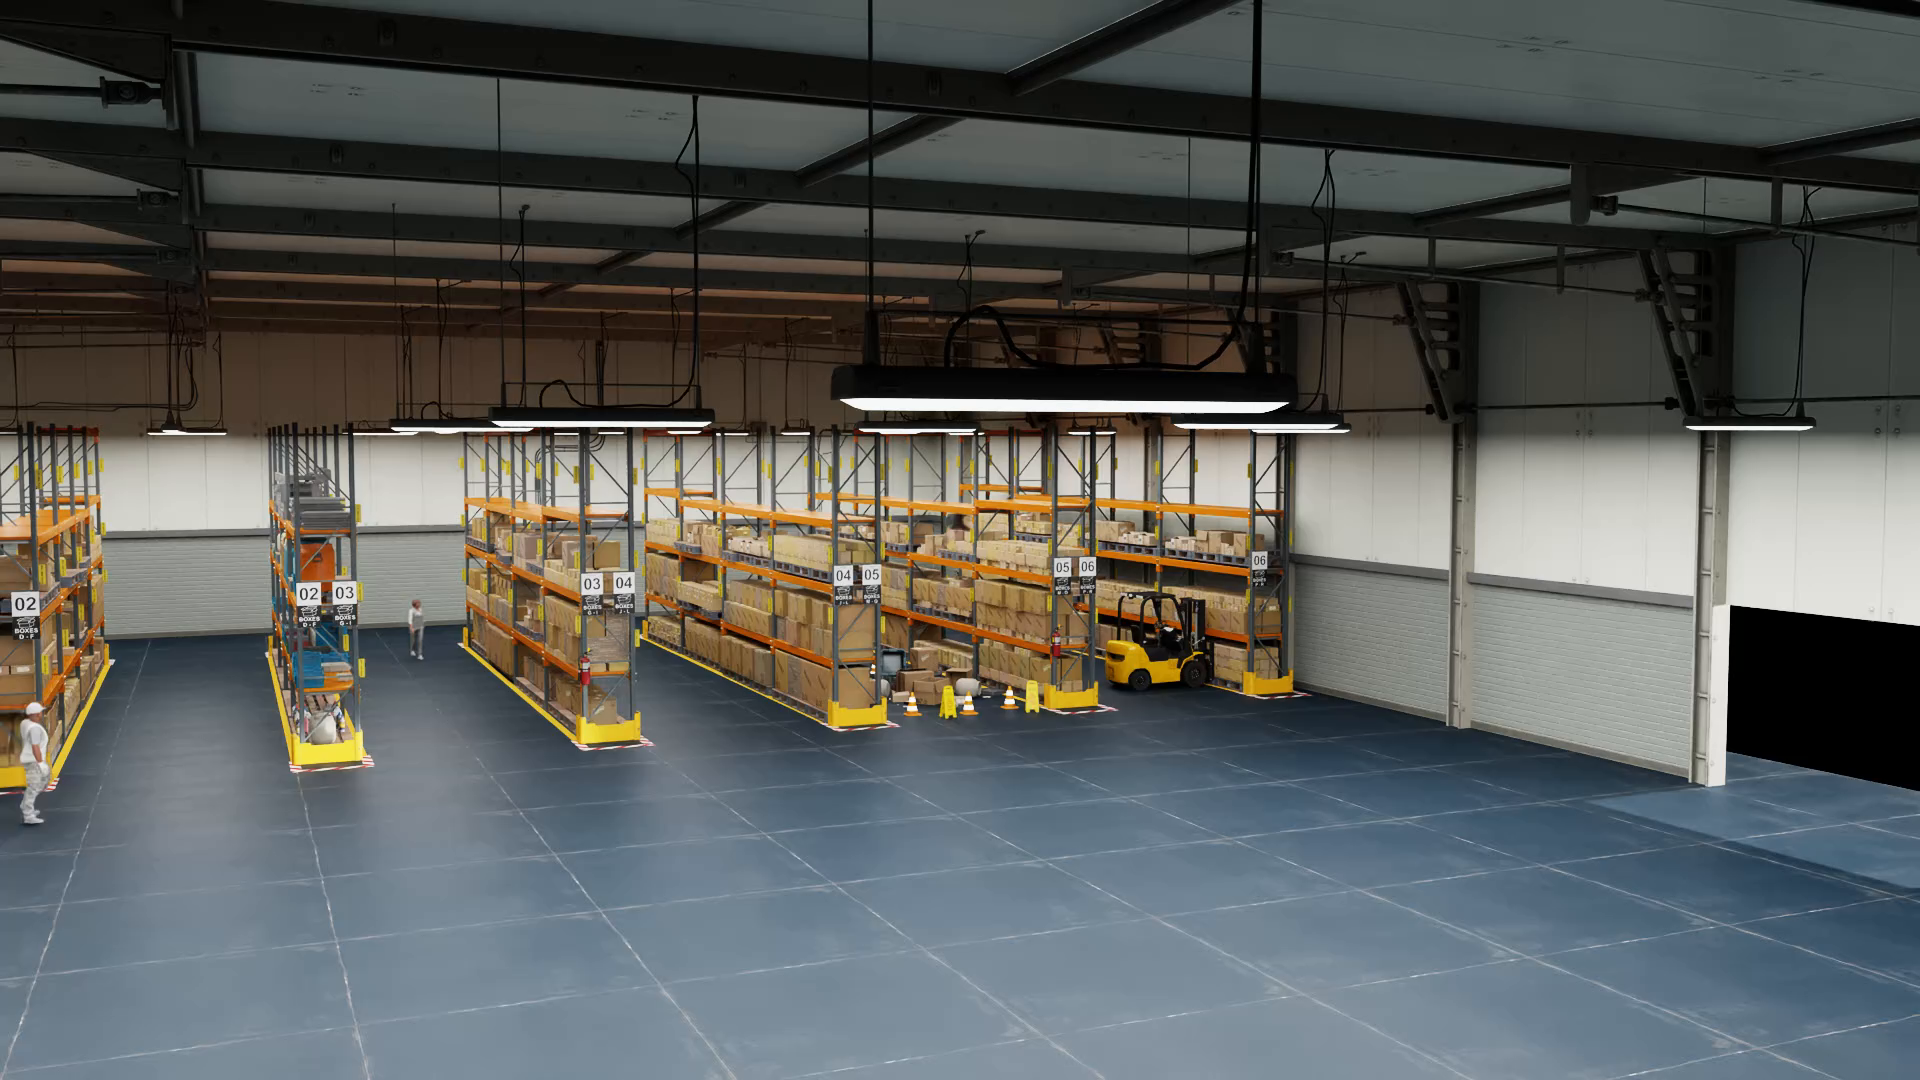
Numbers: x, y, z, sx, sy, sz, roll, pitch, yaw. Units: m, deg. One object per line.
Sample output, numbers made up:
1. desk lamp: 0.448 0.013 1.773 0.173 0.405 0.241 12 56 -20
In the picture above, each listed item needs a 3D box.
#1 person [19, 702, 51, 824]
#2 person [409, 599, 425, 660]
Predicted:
1. person: -13.848 3.310 24.869 0.473 1.784 0.720 -1 4 -23
2. person: -14.109 2.303 43.133 0.402 1.555 0.818 -2 4 -26
